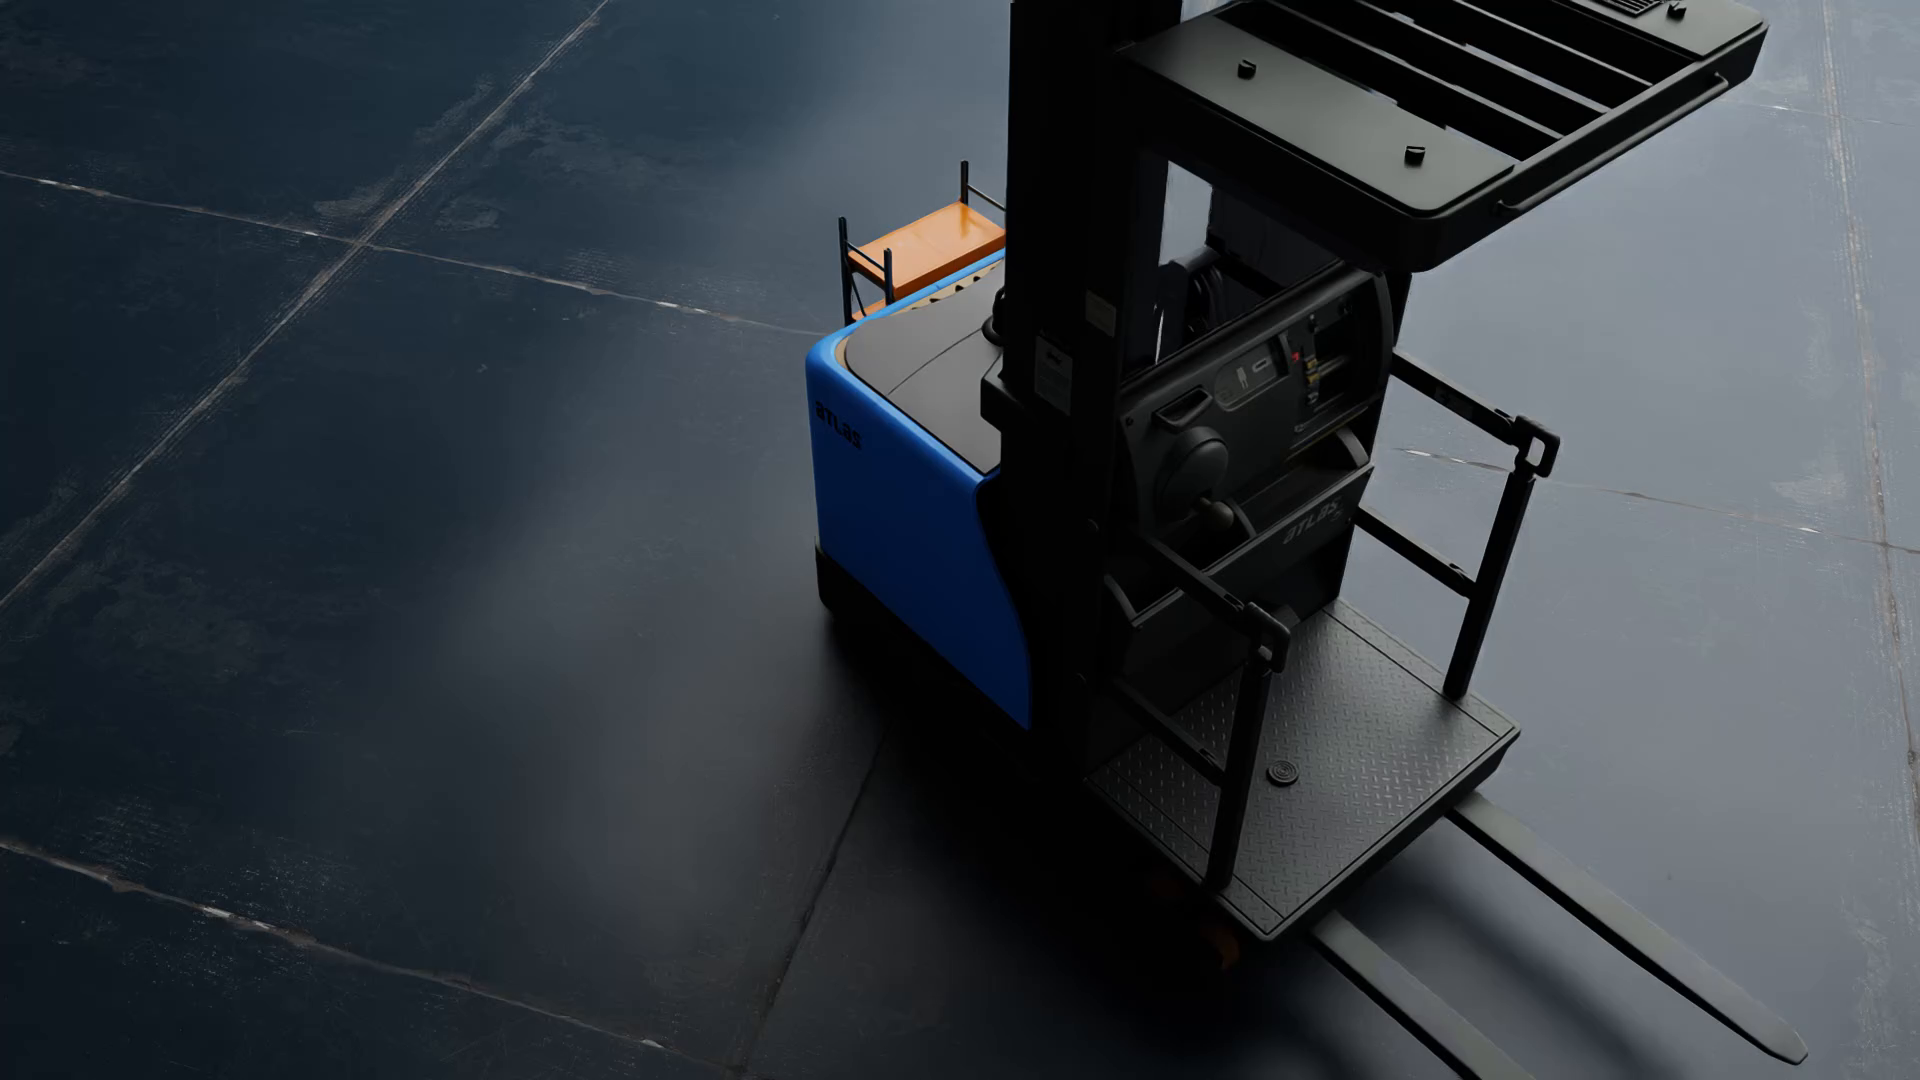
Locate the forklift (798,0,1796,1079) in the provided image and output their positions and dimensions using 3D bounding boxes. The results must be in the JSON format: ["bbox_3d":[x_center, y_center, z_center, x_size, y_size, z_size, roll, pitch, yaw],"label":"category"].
[{"bbox_3d":[0.853,-0.288,3.949,1.130,2.935,3.031,-31,52,-28],"label":"forklift"}]

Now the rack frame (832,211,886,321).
[{"bbox_3d":[-0.307,-0.506,5.409,0.015,1.200,0.240,-31,52,-28],"label":"rack frame"}]

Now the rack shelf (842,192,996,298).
[{"bbox_3d":[-0.121,-0.898,5.247,0.480,0.148,0.258,-31,52,-28],"label":"rack shelf"}]

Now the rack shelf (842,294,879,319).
[{"bbox_3d":[-0.121,-0.728,5.413,0.480,0.148,0.258,-31,52,-28],"label":"rack shelf"}]

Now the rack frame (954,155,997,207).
[{"bbox_3d":[0.064,-0.728,5.636,0.015,1.200,0.240,-31,52,-28],"label":"rack frame"}]

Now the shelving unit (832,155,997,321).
[{"bbox_3d":[-0.121,-0.617,5.522,0.503,1.200,0.258,-31,52,-28],"label":"shelving unit"}]
